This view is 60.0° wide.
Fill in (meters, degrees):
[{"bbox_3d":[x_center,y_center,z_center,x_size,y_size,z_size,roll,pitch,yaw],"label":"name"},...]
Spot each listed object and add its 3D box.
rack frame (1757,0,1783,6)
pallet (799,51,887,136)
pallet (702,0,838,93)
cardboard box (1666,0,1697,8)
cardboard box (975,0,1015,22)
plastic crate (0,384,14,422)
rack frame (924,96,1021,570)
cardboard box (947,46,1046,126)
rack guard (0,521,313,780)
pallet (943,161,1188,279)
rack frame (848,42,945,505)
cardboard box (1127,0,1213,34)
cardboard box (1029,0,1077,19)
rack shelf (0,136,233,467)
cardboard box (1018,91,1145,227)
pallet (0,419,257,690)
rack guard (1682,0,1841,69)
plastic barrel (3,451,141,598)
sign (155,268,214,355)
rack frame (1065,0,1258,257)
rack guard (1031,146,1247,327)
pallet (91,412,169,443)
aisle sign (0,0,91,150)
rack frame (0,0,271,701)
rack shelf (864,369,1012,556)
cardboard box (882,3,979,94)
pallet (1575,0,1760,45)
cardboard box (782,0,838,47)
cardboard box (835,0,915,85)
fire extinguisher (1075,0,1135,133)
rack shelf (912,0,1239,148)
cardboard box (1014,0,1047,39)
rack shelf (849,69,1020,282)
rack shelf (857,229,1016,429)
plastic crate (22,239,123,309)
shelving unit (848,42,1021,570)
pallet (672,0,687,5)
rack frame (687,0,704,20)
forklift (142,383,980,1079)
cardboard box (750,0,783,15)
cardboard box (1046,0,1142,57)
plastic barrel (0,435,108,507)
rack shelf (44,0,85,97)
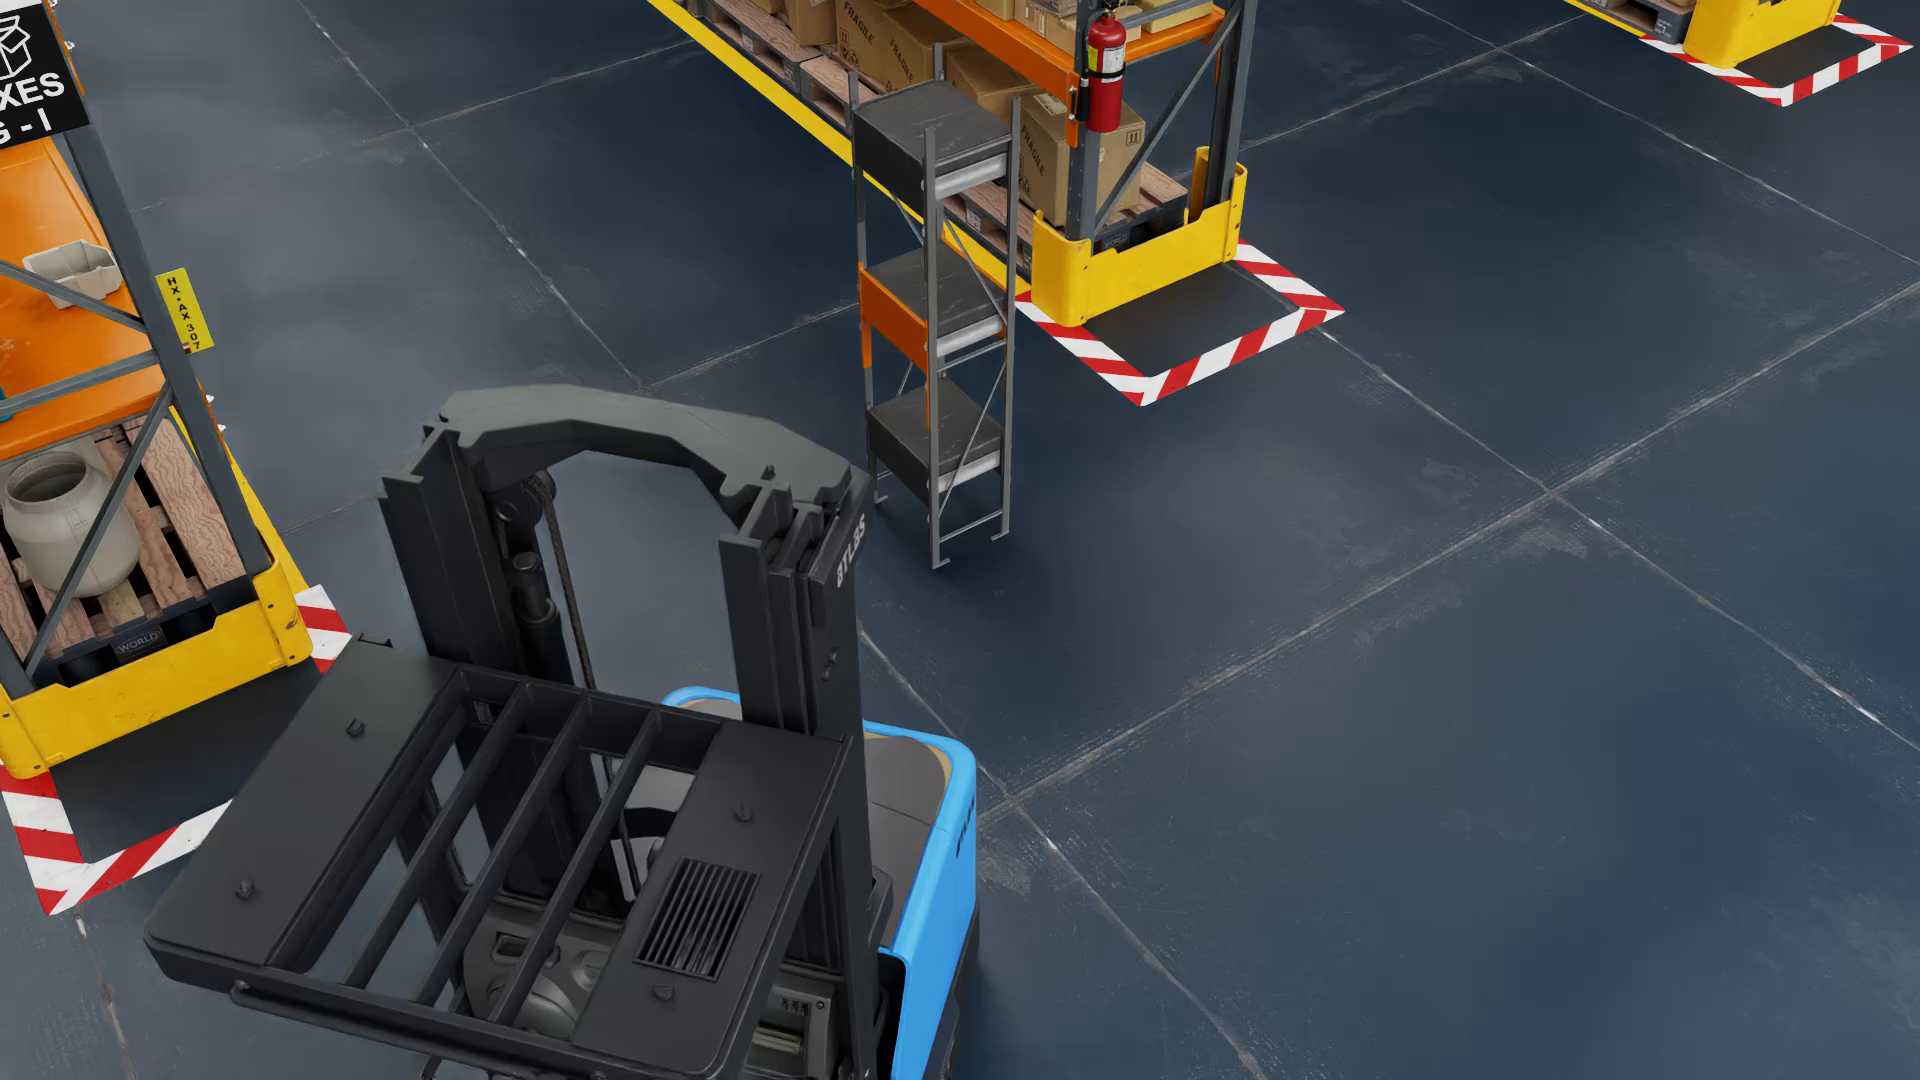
[{"bbox_3d":[5.084,-4.323,9.597,1.000,3.000,0.127,-26,49,-24],"label":"rack frame"},{"bbox_3d":[-0.215,-2.620,9.832,1.003,0.211,1.213,-26,49,-24],"label":"pallet"},{"bbox_3d":[-0.917,-3.311,10.557,1.003,0.211,1.213,-26,49,-24],"label":"pallet"},{"bbox_3d":[4.642,-4.064,10.561,0.875,0.875,0.875,-25,49,-24],"label":"cardboard box"},{"bbox_3d":[0.298,-2.673,8.051,0.380,0.149,0.250,-26,49,-24],"label":"cardboard box"},{"bbox_3d":[-3.636,-0.576,5.779,0.499,0.251,0.616,-26,49,-24],"label":"plastic crate"},{"bbox_3d":[0.045,-0.715,6.469,0.400,2.100,0.015,-26,49,-24],"label":"rack frame"},{"bbox_3d":[0.245,-2.354,9.041,0.500,0.500,0.500,-14,45,-14],"label":"cardboard box"},{"bbox_3d":[-3.186,0.415,6.444,1.175,0.500,0.348,-26,49,-24],"label":"rack guard"},{"bbox_3d":[0.479,-1.929,9.109,1.003,0.211,1.213,-26,49,-24],"label":"pallet"},{"bbox_3d":[-0.234,-0.991,6.759,0.400,2.100,0.015,-26,49,-24],"label":"rack frame"},{"bbox_3d":[0.991,-2.586,7.959,0.380,0.149,0.250,-26,49,-24],"label":"cardboard box"},{"bbox_3d":[0.666,-2.887,7.805,0.875,0.500,0.500,-26,49,-24],"label":"cardboard box"},{"bbox_3d":[-4.248,-1.337,6.990,1.077,0.370,4.000,-26,49,-24],"label":"rack shelf"},{"bbox_3d":[0.615,-2.029,8.700,0.500,0.500,0.500,-17,46,-17],"label":"cardboard box"},{"bbox_3d":[-3.647,0.058,7.028,1.003,0.211,1.213,-26,49,-24],"label":"pallet"},{"bbox_3d":[5.098,-3.405,10.446,1.175,0.500,0.348,-26,49,-24],"label":"rack guard"},{"bbox_3d":[-3.543,-0.059,6.628,0.421,0.512,0.421,0,44,0],"label":"plastic barrel"},{"bbox_3d":[-2.650,-0.779,5.684,0.100,0.325,0.005,-26,49,-24],"label":"sign"},{"bbox_3d":[0.958,-2.421,7.605,1.000,3.000,0.127,-26,49,-24],"label":"rack frame"},{"bbox_3d":[0.915,-1.560,8.513,1.175,0.500,0.348,-26,49,-24],"label":"rack guard"},{"bbox_3d":[-4.340,-0.633,7.751,1.003,0.211,1.213,-26,49,-24],"label":"pallet"},{"bbox_3d":[-2.823,-1.480,4.736,0.394,0.787,0.004,-26,49,-24],"label":"aisle sign"},{"bbox_3d":[-3.104,-0.464,5.555,1.000,3.000,0.127,-26,49,-24],"label":"rack frame"},{"bbox_3d":[-0.095,-0.337,7.107,0.431,0.518,0.480,-26,49,-24],"label":"rack shelf"},{"bbox_3d":[-0.098,-2.716,9.420,0.500,0.500,0.500,-21,48,-21],"label":"cardboard box"},{"bbox_3d":[4.563,-3.736,11.002,1.003,0.211,1.213,-26,49,-24],"label":"pallet"},{"bbox_3d":[-0.800,-3.370,10.105,0.500,0.500,0.500,-12,45,-12],"label":"cardboard box"},{"bbox_3d":[-0.381,-3.050,9.769,0.500,0.500,0.500,-30,51,-28],"label":"cardboard box"},{"bbox_3d":[0.646,-2.146,7.373,0.296,0.674,0.183,-26,49,-24],"label":"fire extinguisher"},{"bbox_3d":[-0.186,-3.293,9.039,1.077,0.370,4.000,-26,49,-24],"label":"rack shelf"},{"bbox_3d":[0.483,-2.552,7.924,0.380,0.149,0.250,-26,49,-24],"label":"cardboard box"},{"bbox_3d":[-0.095,-1.350,6.140,0.431,0.518,0.480,-26,49,-24],"label":"rack shelf"},{"bbox_3d":[-0.095,-0.843,6.624,0.431,0.518,0.480,-26,49,-24],"label":"rack shelf"},{"bbox_3d":[-3.352,-1.003,6.310,0.298,0.136,0.250,-26,49,-24],"label":"plastic crate"},{"bbox_3d":[-0.095,-0.853,6.614,0.431,2.100,0.503,-26,49,-24],"label":"shelving unit"},{"bbox_3d":[-1.777,-4.118,11.402,1.003,0.211,1.213,-26,49,-24],"label":"pallet"},{"bbox_3d":[-1.330,-4.686,9.978,1.000,3.000,0.127,-26,49,-24],"label":"rack frame"},{"bbox_3d":[-0.807,1.230,3.830,1.130,2.935,3.031,10,45,11],"label":"forklift"},{"bbox_3d":[-1.134,-3.692,10.442,0.500,0.500,0.500,-27,50,-26],"label":"cardboard box"},{"bbox_3d":[0.626,-2.410,7.775,0.380,0.149,0.250,-26,49,-24],"label":"cardboard box"},{"bbox_3d":[-3.830,-0.343,6.925,0.421,0.512,0.421,0,44,0],"label":"plastic barrel"},{"bbox_3d":[-4.248,-2.422,5.954,1.077,0.370,4.000,-26,49,-24],"label":"rack shelf"}]
